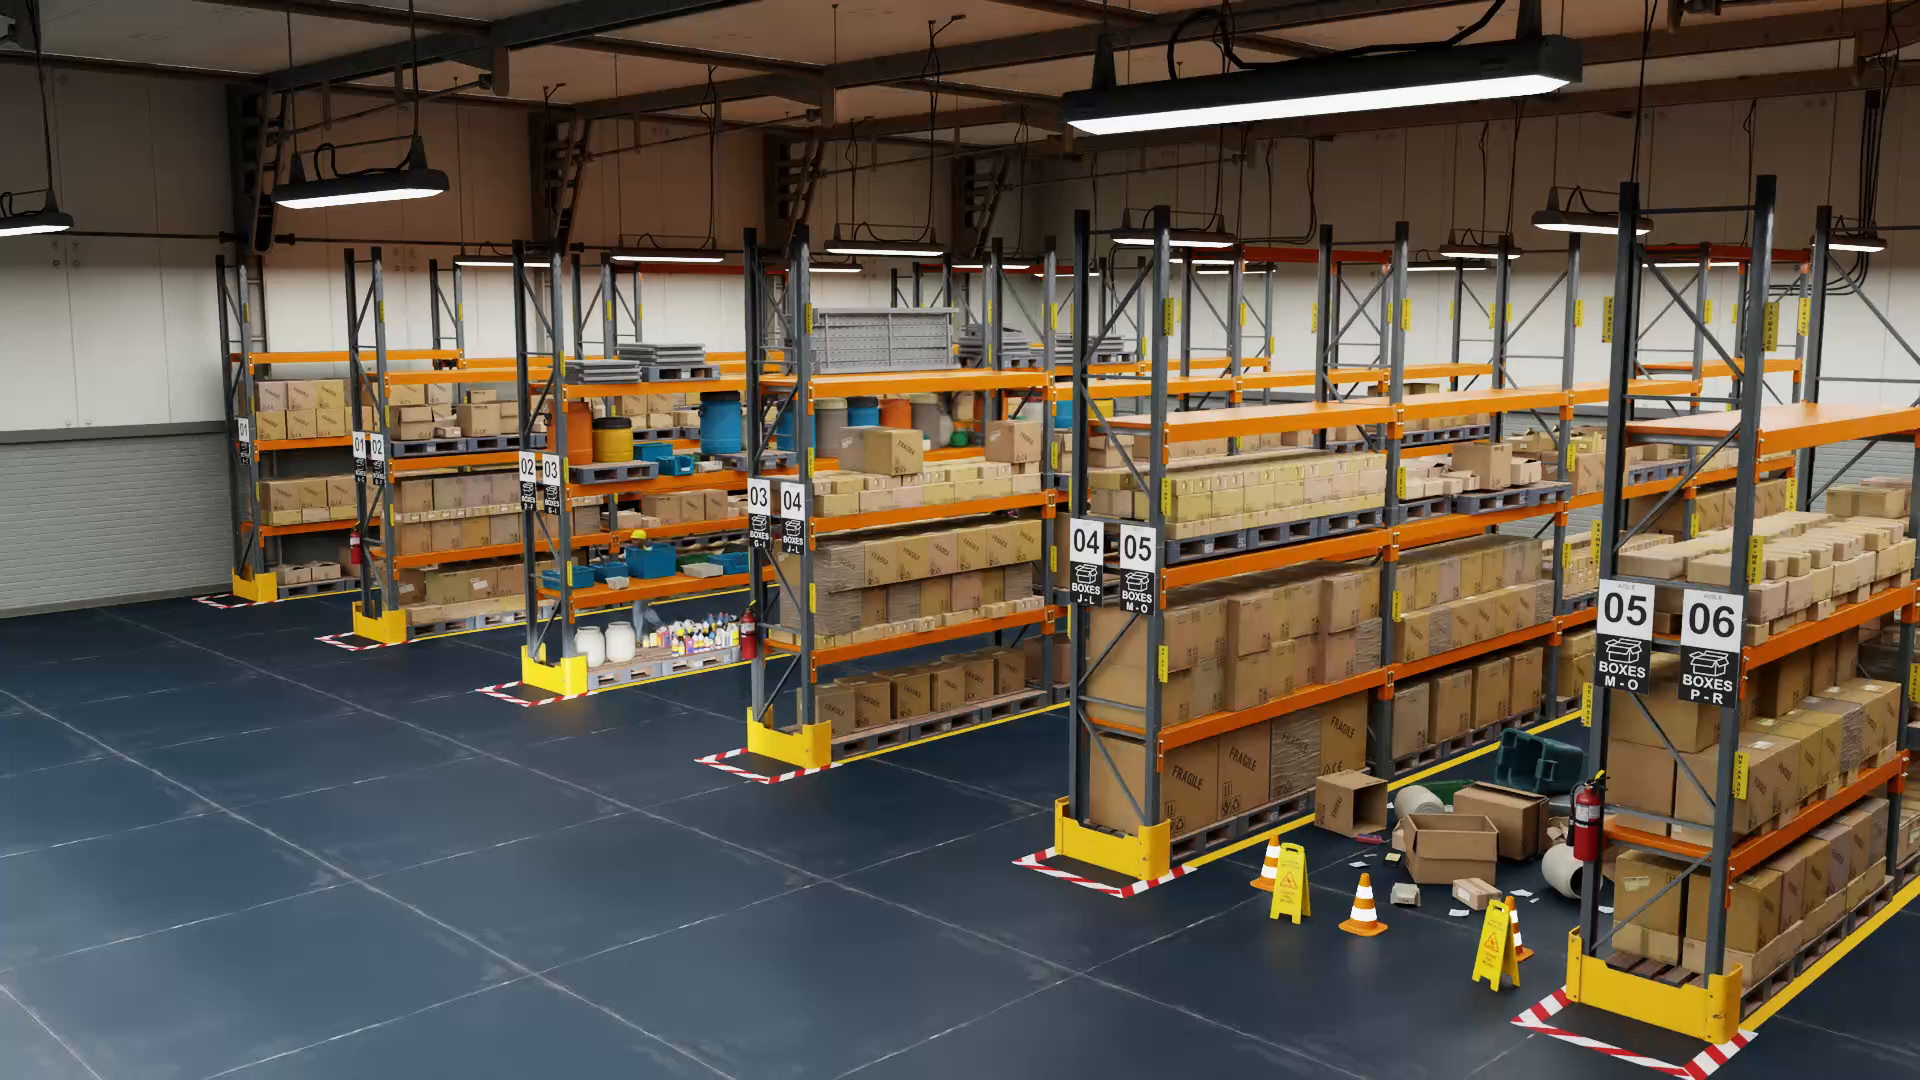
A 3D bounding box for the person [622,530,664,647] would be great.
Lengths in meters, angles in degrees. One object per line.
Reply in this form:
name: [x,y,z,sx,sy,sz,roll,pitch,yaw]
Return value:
person: [-4.784,0.721,25.053,0.688,1.780,0.950,6,10,37]
